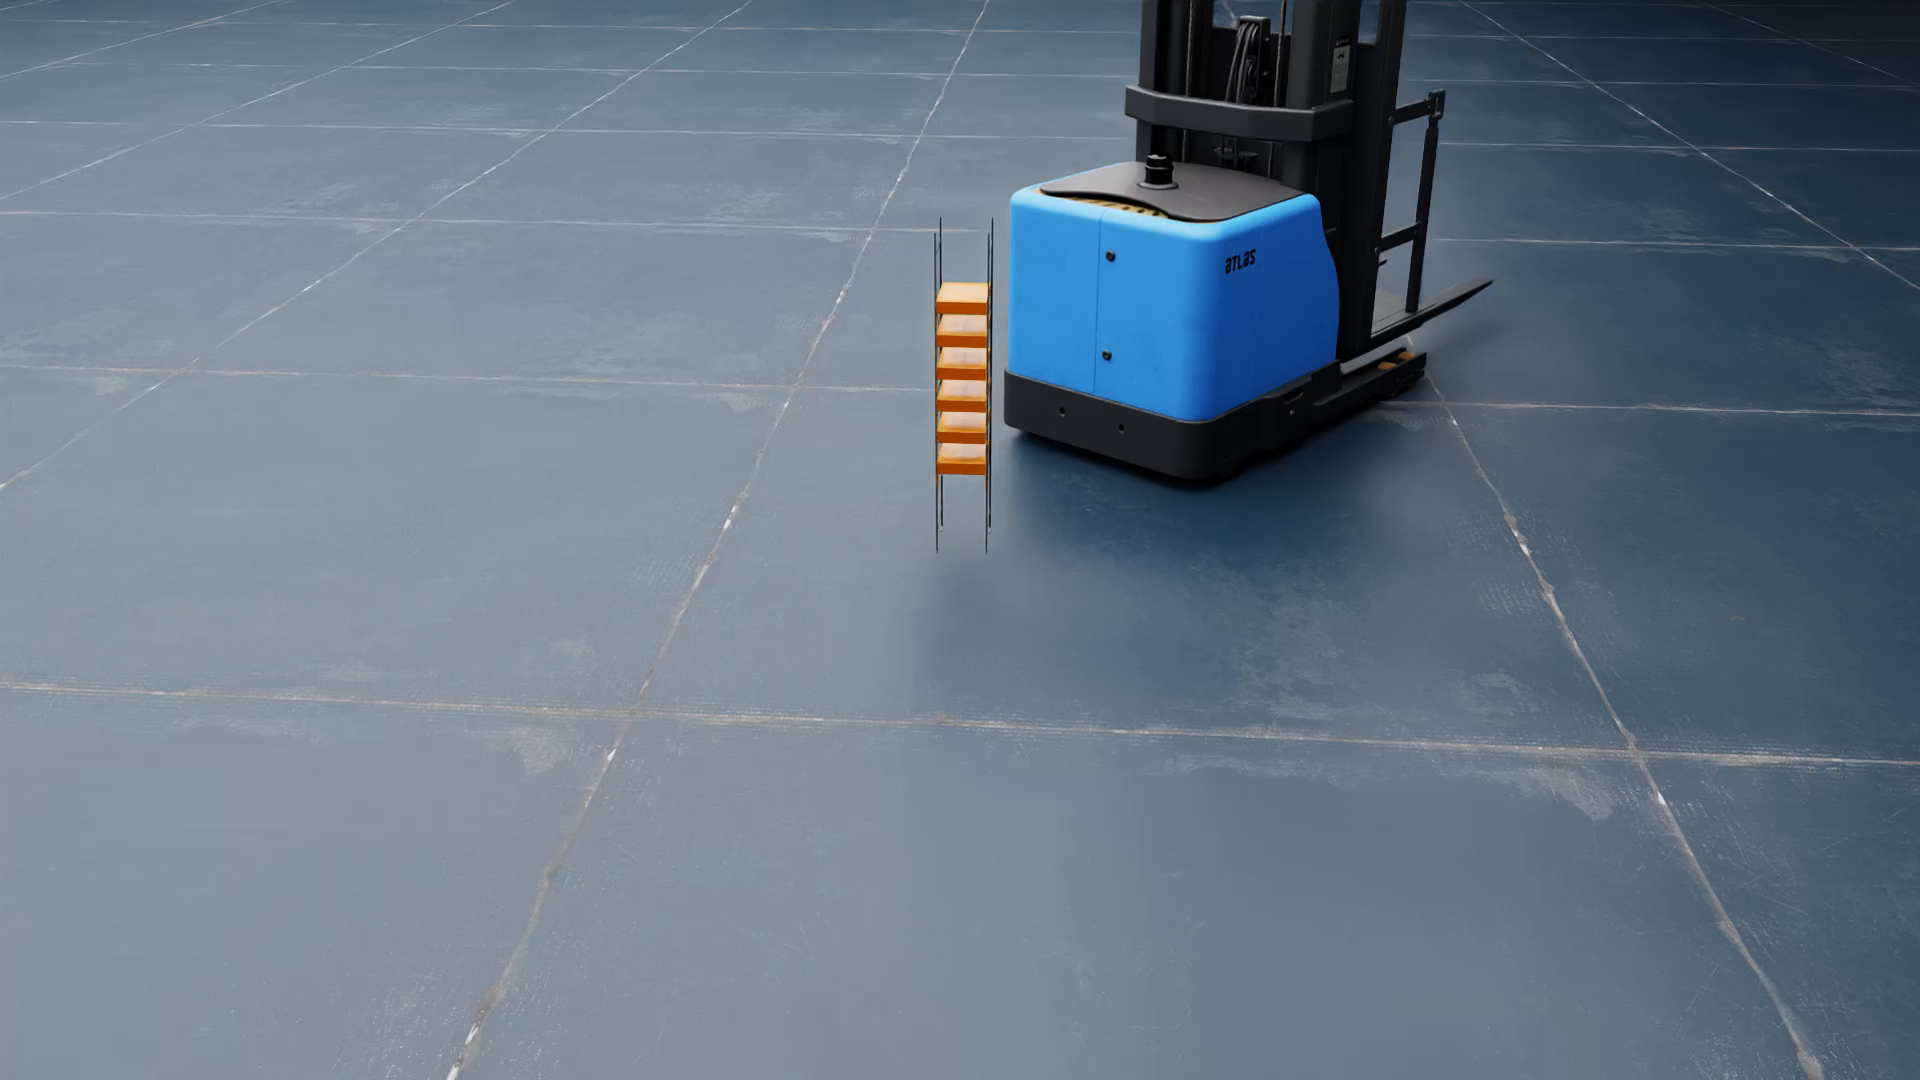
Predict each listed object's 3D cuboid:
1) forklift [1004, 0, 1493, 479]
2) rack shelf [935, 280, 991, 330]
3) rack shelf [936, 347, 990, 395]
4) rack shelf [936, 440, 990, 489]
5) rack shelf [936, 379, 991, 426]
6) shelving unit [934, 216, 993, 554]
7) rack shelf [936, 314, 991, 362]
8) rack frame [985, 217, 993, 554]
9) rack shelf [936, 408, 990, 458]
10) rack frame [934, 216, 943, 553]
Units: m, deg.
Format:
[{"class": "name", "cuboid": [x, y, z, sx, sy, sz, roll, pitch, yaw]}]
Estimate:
[{"class": "forklift", "cuboid": [1.537, -2.110, 7.328, 1.130, 2.935, 3.031, 20, 31, 37]}, {"class": "rack shelf", "cuboid": [0.014, -0.831, 5.866, 0.180, 0.103, 0.258, 2, 25, 4]}, {"class": "rack shelf", "cuboid": [0.014, -0.613, 5.967, 0.180, 0.103, 0.258, 2, 25, 4]}, {"class": "rack shelf", "cuboid": [0.014, -0.286, 6.117, 0.180, 0.103, 0.258, 2, 25, 4]}, {"class": "rack shelf", "cuboid": [0.014, -0.504, 6.017, 0.180, 0.103, 0.258, 2, 25, 4]}, {"class": "shelving unit", "cuboid": [0.014, -0.545, 5.998, 0.189, 1.200, 0.258, 2, 25, 4]}, {"class": "rack shelf", "cuboid": [0.014, -0.722, 5.916, 0.180, 0.103, 0.258, 2, 25, 4]}, {"class": "rack frame", "cuboid": [0.106, -0.542, 5.992, 0.006, 1.200, 0.240, 2, 25, 4]}, {"class": "rack shelf", "cuboid": [0.014, -0.395, 6.067, 0.180, 0.103, 0.258, 2, 25, 4]}, {"class": "rack frame", "cuboid": [-0.077, -0.548, 6.005, 0.006, 1.200, 0.240, 2, 25, 4]}]
